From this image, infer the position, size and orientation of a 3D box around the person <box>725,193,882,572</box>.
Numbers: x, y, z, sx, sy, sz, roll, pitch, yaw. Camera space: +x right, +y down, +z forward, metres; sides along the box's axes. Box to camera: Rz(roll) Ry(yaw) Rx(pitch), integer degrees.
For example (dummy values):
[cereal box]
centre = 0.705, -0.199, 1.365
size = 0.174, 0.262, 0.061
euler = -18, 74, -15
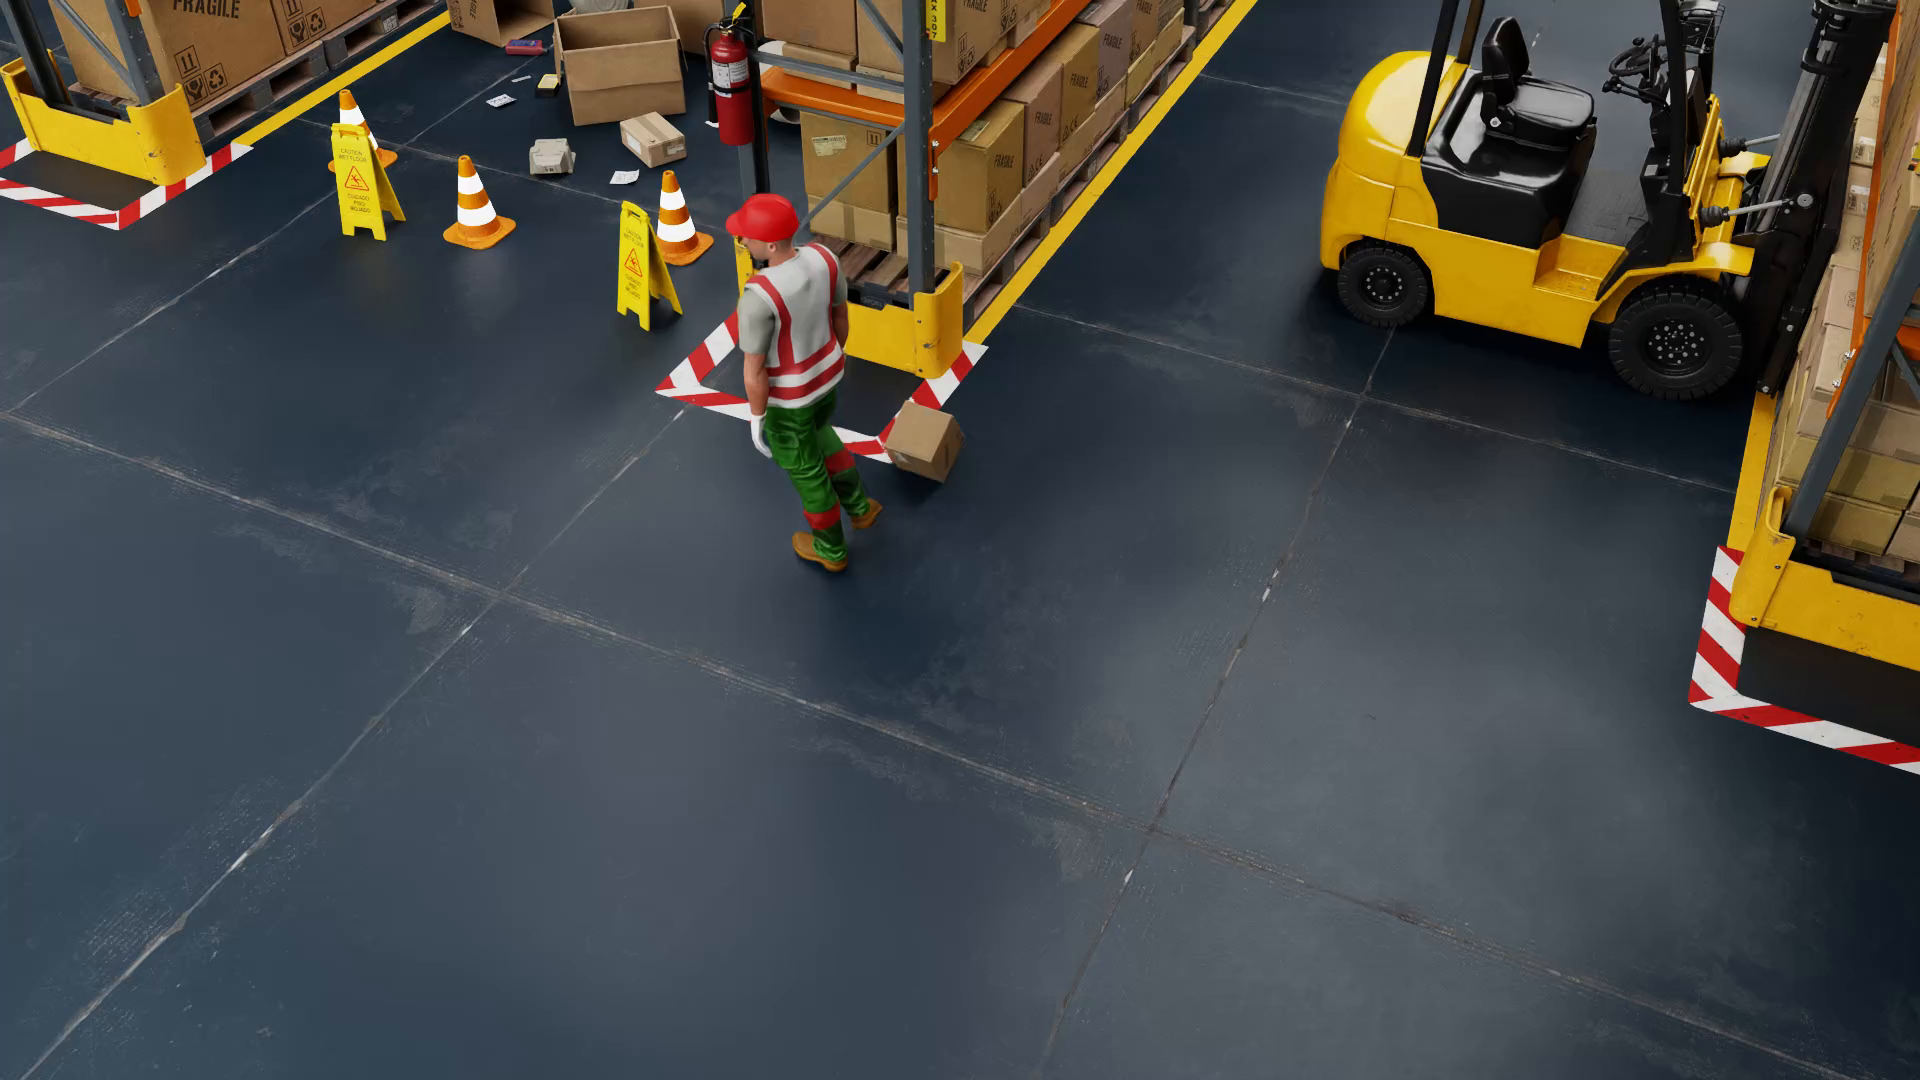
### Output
[person]
centre = -0.643, -0.637, 6.831
size = 0.435, 1.775, 0.672
euler = 29, 49, 28
